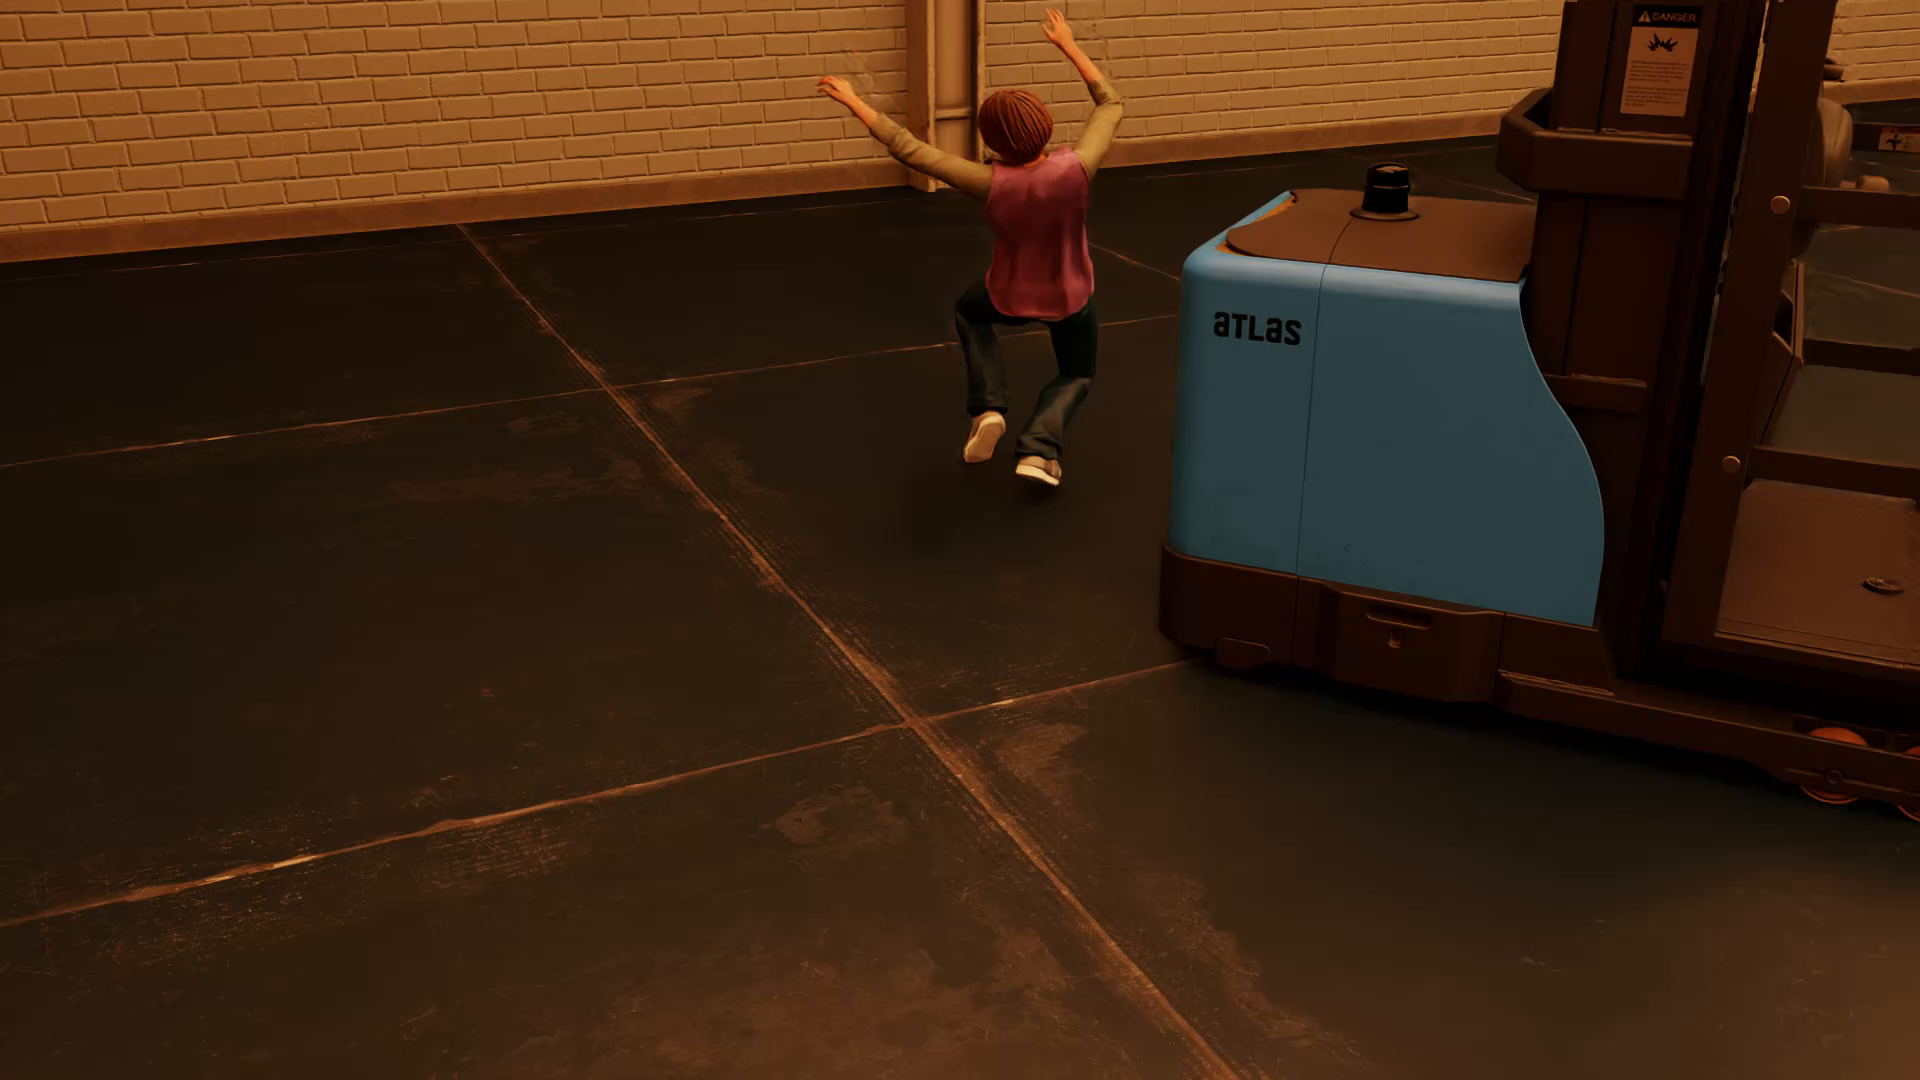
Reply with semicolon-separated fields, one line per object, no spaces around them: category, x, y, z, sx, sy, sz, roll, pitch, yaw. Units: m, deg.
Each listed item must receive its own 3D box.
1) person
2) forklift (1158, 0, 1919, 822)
person;0.041;-0.916;5.369;0.938;1.510;0.727;2;23;4
forklift;2.078;-0.968;3.616;3.031;2.935;1.130;10;25;23
